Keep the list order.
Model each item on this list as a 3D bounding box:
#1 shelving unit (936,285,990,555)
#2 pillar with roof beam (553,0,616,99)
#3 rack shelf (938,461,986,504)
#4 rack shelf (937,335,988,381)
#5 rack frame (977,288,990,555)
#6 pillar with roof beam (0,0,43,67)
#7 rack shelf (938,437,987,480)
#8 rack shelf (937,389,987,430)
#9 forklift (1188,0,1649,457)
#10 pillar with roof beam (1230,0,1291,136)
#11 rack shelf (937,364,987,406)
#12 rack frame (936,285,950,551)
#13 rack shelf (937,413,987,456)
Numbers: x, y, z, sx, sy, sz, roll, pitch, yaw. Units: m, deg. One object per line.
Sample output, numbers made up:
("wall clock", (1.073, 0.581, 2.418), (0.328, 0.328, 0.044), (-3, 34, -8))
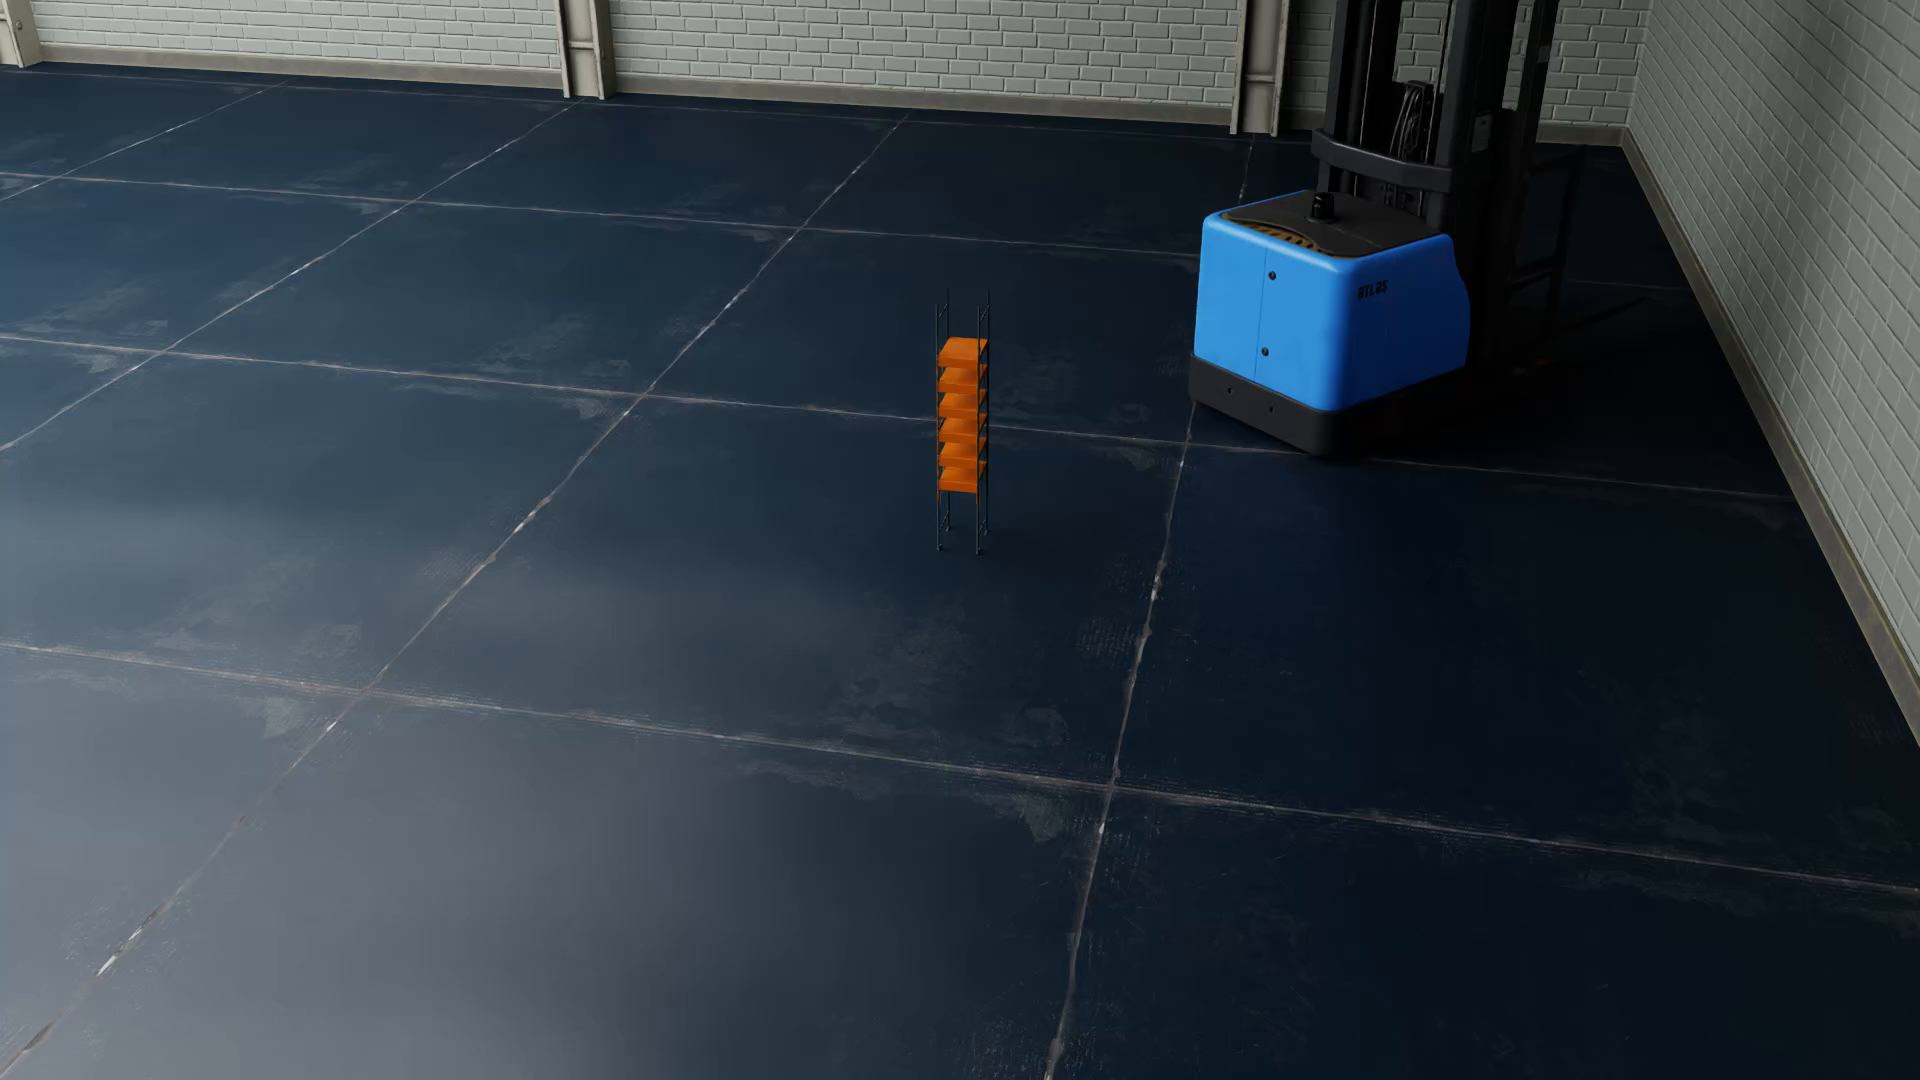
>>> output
("shelving unit", (0.014, -0.525, 7.459), (0.189, 1.200, 0.258), (6, 29, 11))
("pillar with roof beam", (-4.269, -5.998, 9.334), (0.400, 9.000, 9.100), (6, 29, 11))
("rack shelf", (0.014, -0.275, 7.596), (0.180, 0.103, 0.258), (6, 29, 11))
("rack shelf", (0.014, -0.802, 7.308), (0.180, 0.103, 0.258), (6, 29, 11))
("rack frame", (0.104, -0.516, 7.442), (0.006, 1.200, 0.240), (6, 29, 11))
("pillar with roof beam", (-10.137, -6.599, 10.433), (0.400, 9.000, 9.100), (6, 29, 11))
("rack shelf", (0.014, -0.381, 7.538), (0.180, 0.103, 0.258), (6, 29, 11))
("rack shelf", (0.014, -0.591, 7.423), (0.180, 0.103, 0.258), (6, 29, 11))
("forklift", (2.725, -2.260, 8.825), (3.031, 2.935, 1.130), (-20, 34, -32))
("pillar with roof beam", (1.599, -5.396, 8.235), (0.400, 9.000, 9.100), (6, 29, 11))
("rack shelf", (0.014, -0.696, 7.365), (0.180, 0.103, 0.258), (6, 29, 11))
("rack frame", (-0.075, -0.534, 7.476), (0.006, 1.200, 0.240), (6, 29, 11))
("rack shelf", (0.014, -0.486, 7.481), (0.180, 0.103, 0.258), (6, 29, 11))
